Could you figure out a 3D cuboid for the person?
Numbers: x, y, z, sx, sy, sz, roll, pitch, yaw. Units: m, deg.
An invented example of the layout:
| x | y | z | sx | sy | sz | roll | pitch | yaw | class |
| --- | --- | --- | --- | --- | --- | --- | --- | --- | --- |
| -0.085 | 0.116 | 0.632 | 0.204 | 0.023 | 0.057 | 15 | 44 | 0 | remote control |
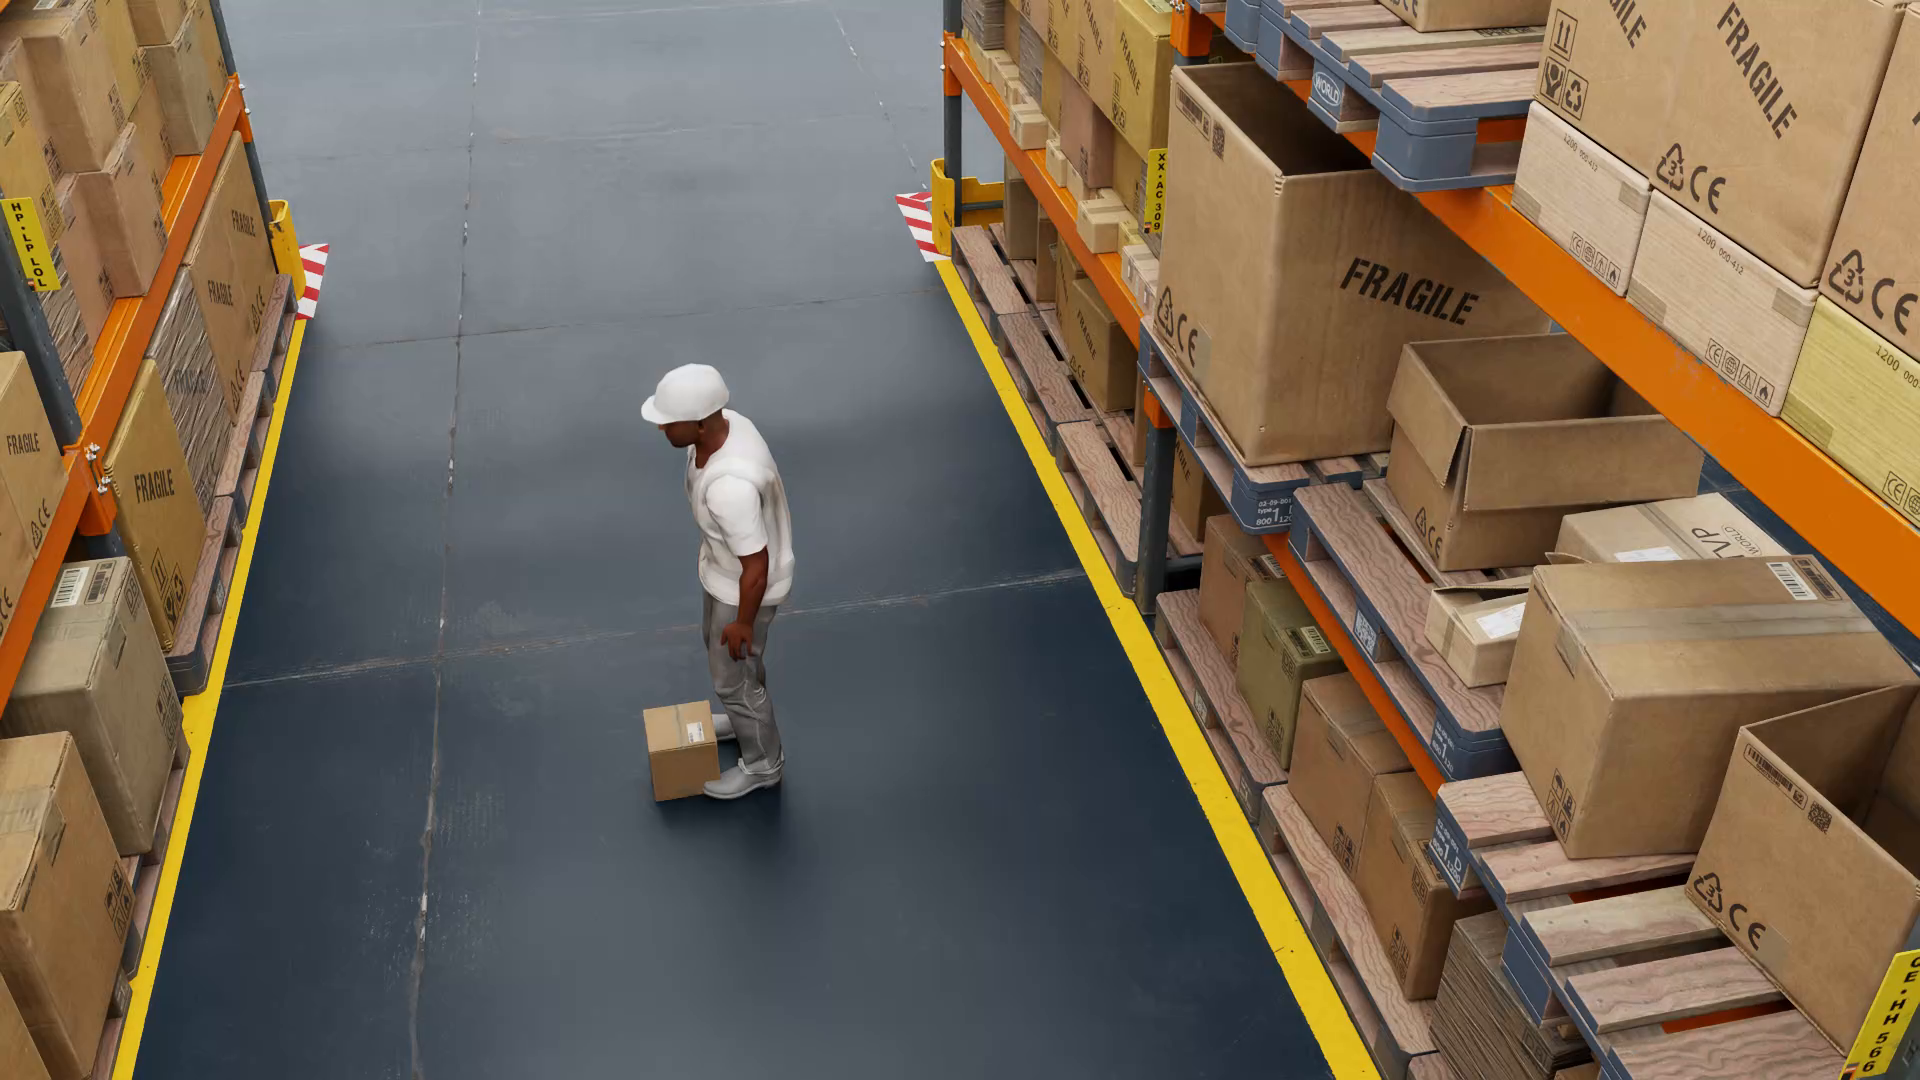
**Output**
| x | y | z | sx | sy | sz | roll | pitch | yaw | class |
| --- | --- | --- | --- | --- | --- | --- | --- | --- | --- |
| -0.826 | 0.140 | 5.921 | 0.463 | 1.759 | 0.625 | -9 | 35 | -13 | person |
